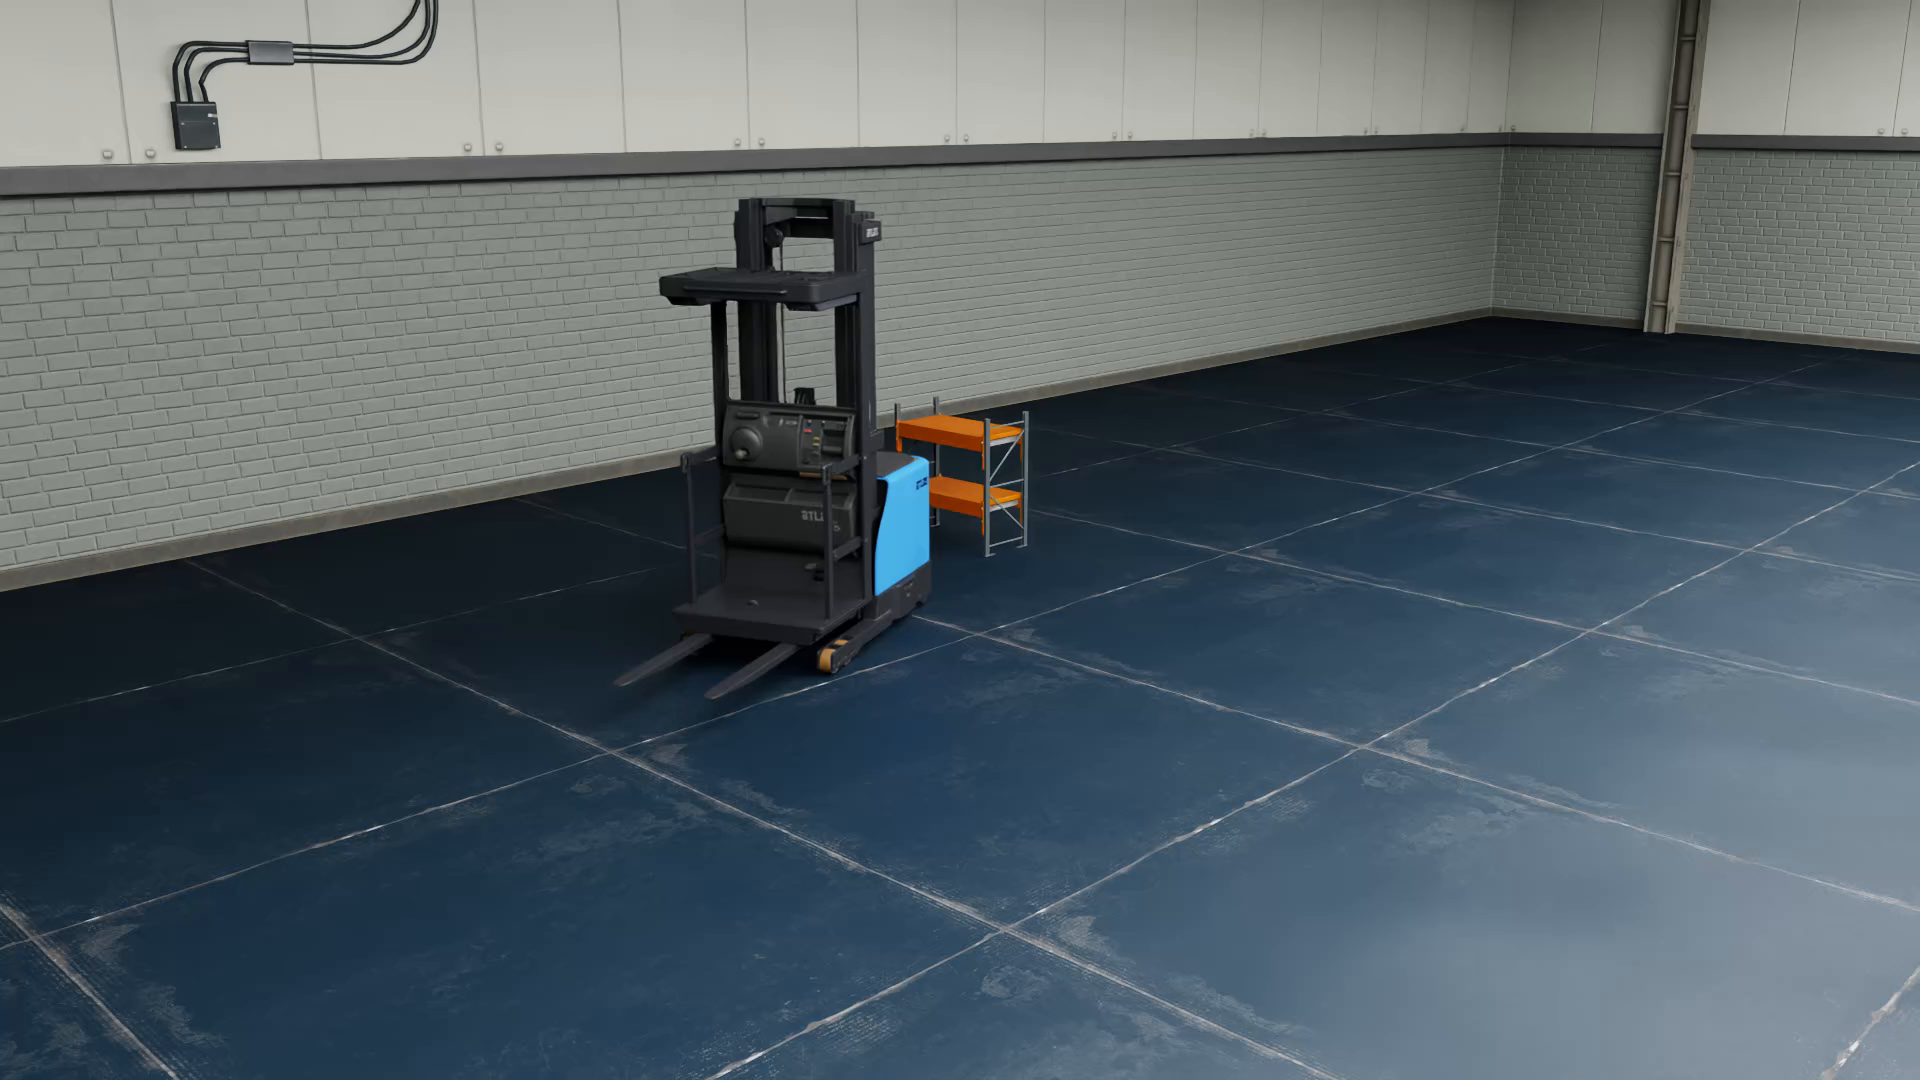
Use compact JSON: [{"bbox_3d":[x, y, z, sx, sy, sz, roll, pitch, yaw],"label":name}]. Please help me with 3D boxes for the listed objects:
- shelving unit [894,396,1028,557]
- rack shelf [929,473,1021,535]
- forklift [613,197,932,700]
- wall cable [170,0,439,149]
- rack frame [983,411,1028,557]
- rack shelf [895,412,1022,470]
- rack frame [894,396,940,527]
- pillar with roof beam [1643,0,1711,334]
[{"bbox_3d":[0.005,-0.543,13.786,1.048,1.125,0.538,14,20,42],"label":"shelving unit"},{"bbox_3d":[0.005,-0.307,13.847,1.000,0.278,0.538,14,20,42],"label":"rack shelf"},{"bbox_3d":[-1.201,-0.678,10.721,1.130,2.935,3.031,5,16,20],"label":"forklift"},{"bbox_3d":[-5.193,-6.116,12.811,0.169,6.003,2.305,14,20,42],"label":"wall cable"},{"bbox_3d":[0.371,-0.454,13.444,0.032,1.125,0.500,14,20,42],"label":"rack frame"},{"bbox_3d":[0.005,-0.826,13.712,1.000,0.278,0.538,14,20,42],"label":"rack shelf"},{"bbox_3d":[-0.361,-0.632,14.127,0.032,1.125,0.500,14,20,42],"label":"rack frame"},{"bbox_3d":[8.286,-6.930,22.682,0.400,9.000,9.100,14,20,42],"label":"pillar with roof beam"}]
